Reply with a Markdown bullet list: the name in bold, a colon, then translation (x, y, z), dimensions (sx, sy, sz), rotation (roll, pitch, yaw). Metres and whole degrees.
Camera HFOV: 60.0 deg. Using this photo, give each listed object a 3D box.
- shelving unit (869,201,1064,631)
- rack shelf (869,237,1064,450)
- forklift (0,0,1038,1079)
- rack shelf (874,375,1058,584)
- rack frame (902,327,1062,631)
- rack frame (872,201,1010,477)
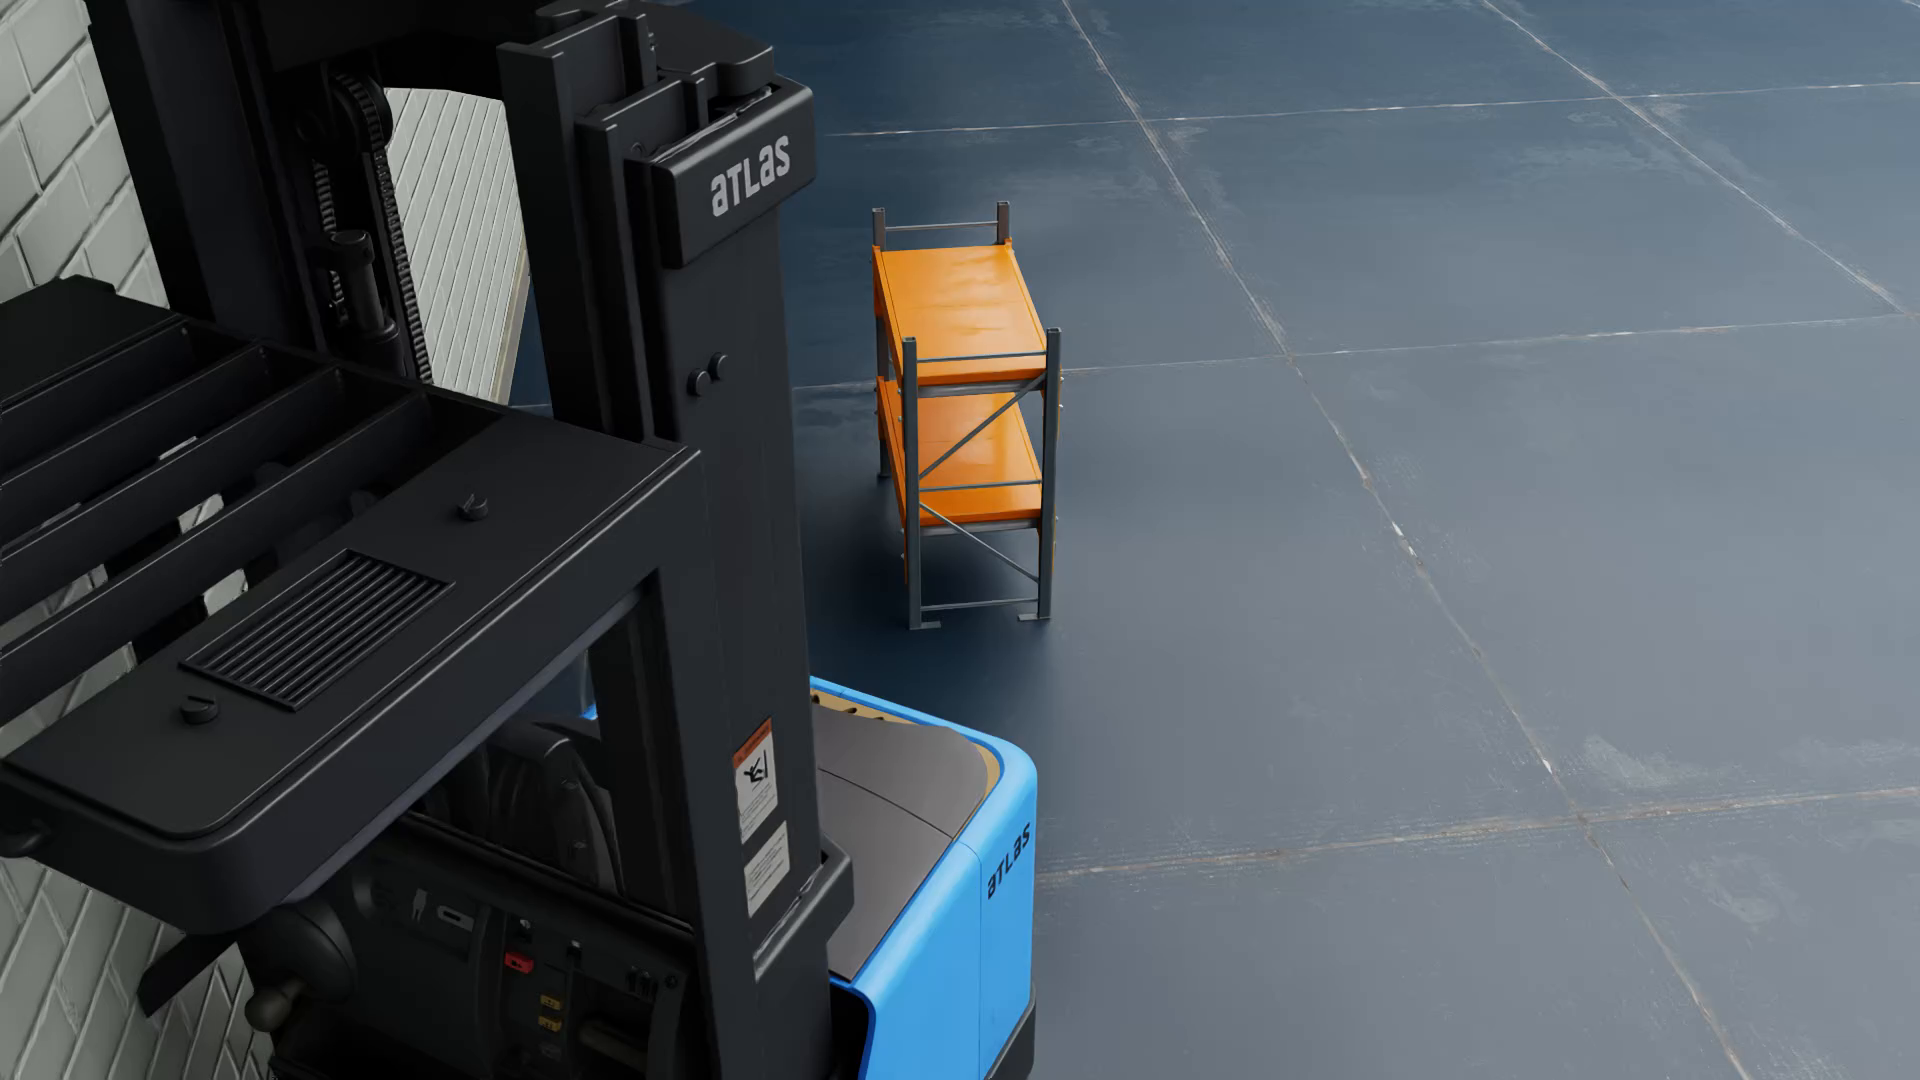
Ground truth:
- **shelving unit**: translation (0.001, -0.461, 5.928), dimensions (0.538, 1.125, 1.048), rotation (-4, 35, -6)
- **rack shelf**: translation (0.001, -0.703, 5.763), dimensions (0.538, 0.278, 1.000), rotation (-4, 35, -6)
- **forklift**: translation (-0.930, 0.755, 2.539), dimensions (1.130, 2.935, 3.031), rotation (16, 37, 22)
- **rack shelf**: translation (0.001, -0.259, 6.065), dimensions (0.538, 0.278, 1.000), rotation (-4, 35, -6)
- **rack frame**: translation (0.069, -0.177, 5.511), dimensions (0.500, 1.125, 0.032), rotation (-4, 35, -6)
- **rack frame**: translation (-0.067, -0.745, 6.344), dimensions (0.500, 1.125, 0.032), rotation (-4, 35, -6)
